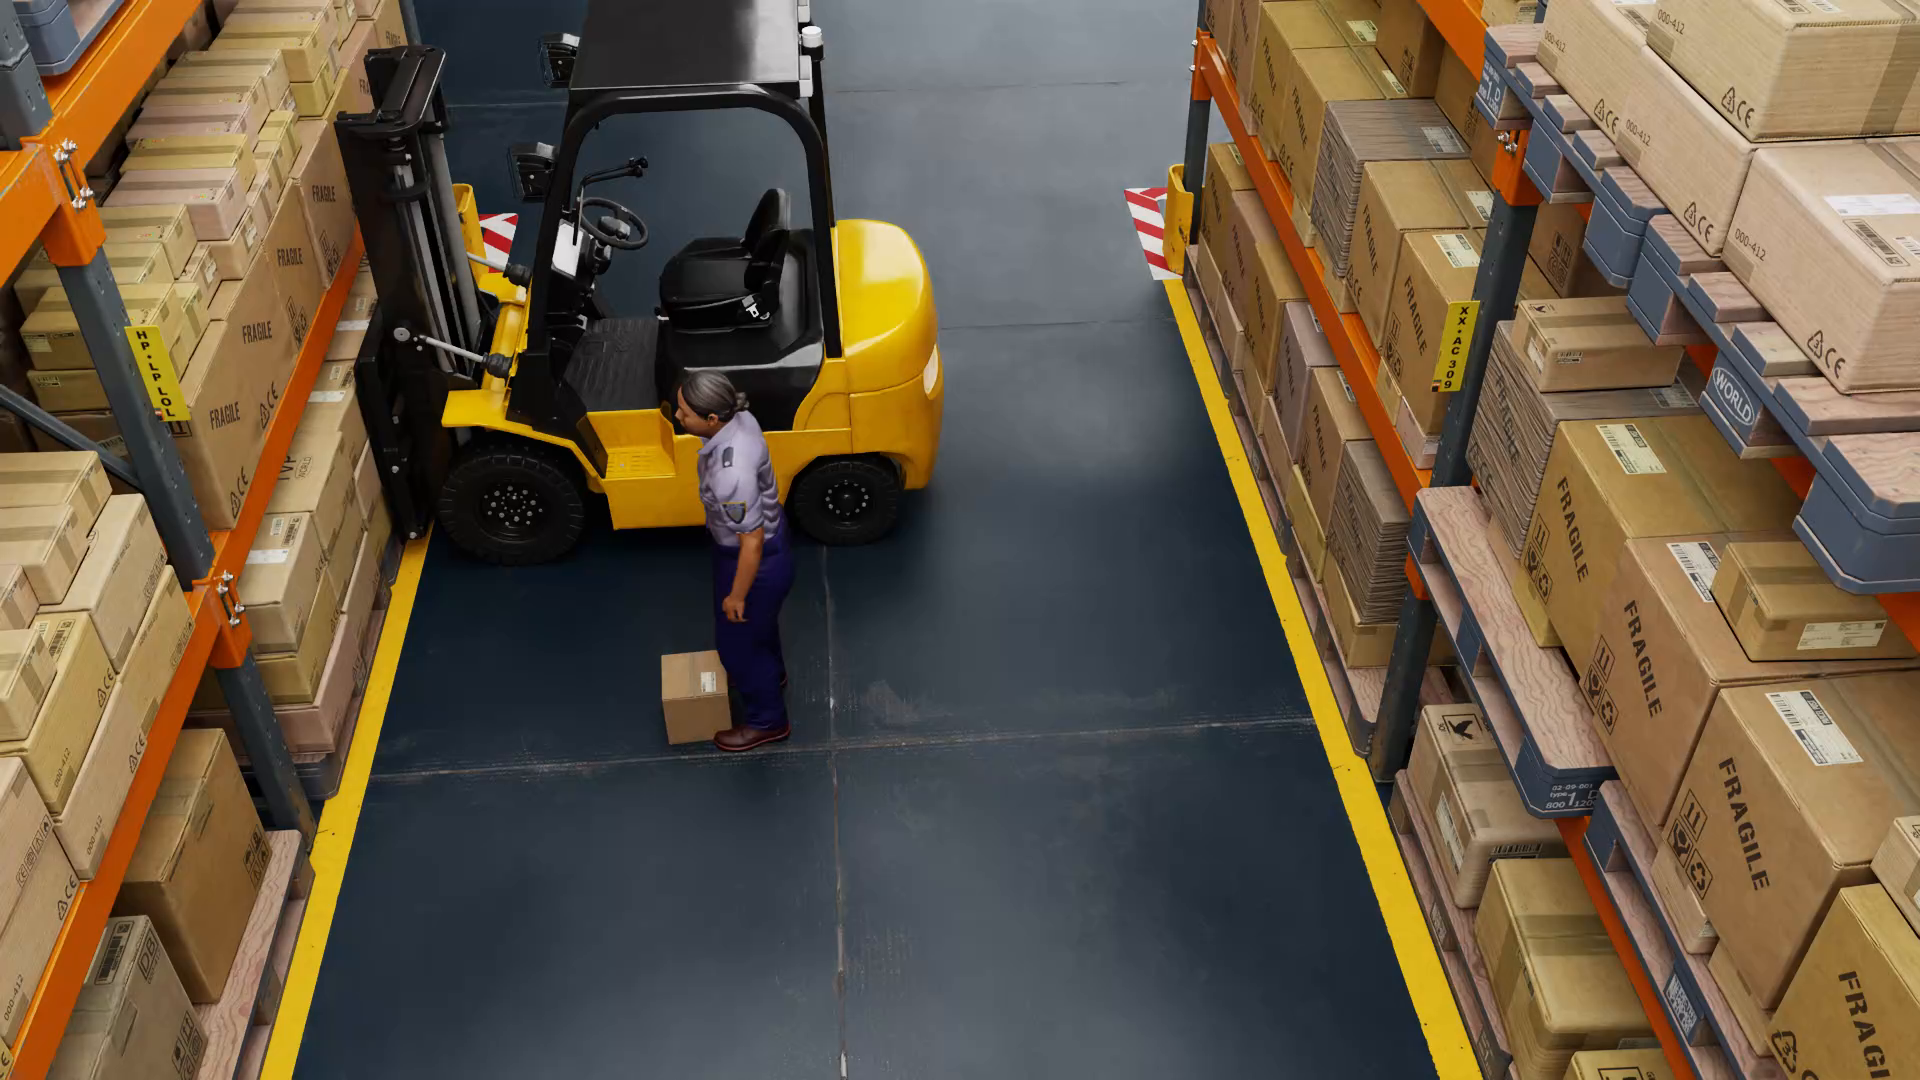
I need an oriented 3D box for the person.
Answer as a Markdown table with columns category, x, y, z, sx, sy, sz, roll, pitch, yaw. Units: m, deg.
| category | x | y | z | sx | sy | sz | roll | pitch | yaw |
| --- | --- | --- | --- | --- | --- | --- | --- | --- | --- |
| person | -0.796 | 0.054 | 6.095 | 0.368 | 1.653 | 0.563 | -5 | 40 | -6 |
